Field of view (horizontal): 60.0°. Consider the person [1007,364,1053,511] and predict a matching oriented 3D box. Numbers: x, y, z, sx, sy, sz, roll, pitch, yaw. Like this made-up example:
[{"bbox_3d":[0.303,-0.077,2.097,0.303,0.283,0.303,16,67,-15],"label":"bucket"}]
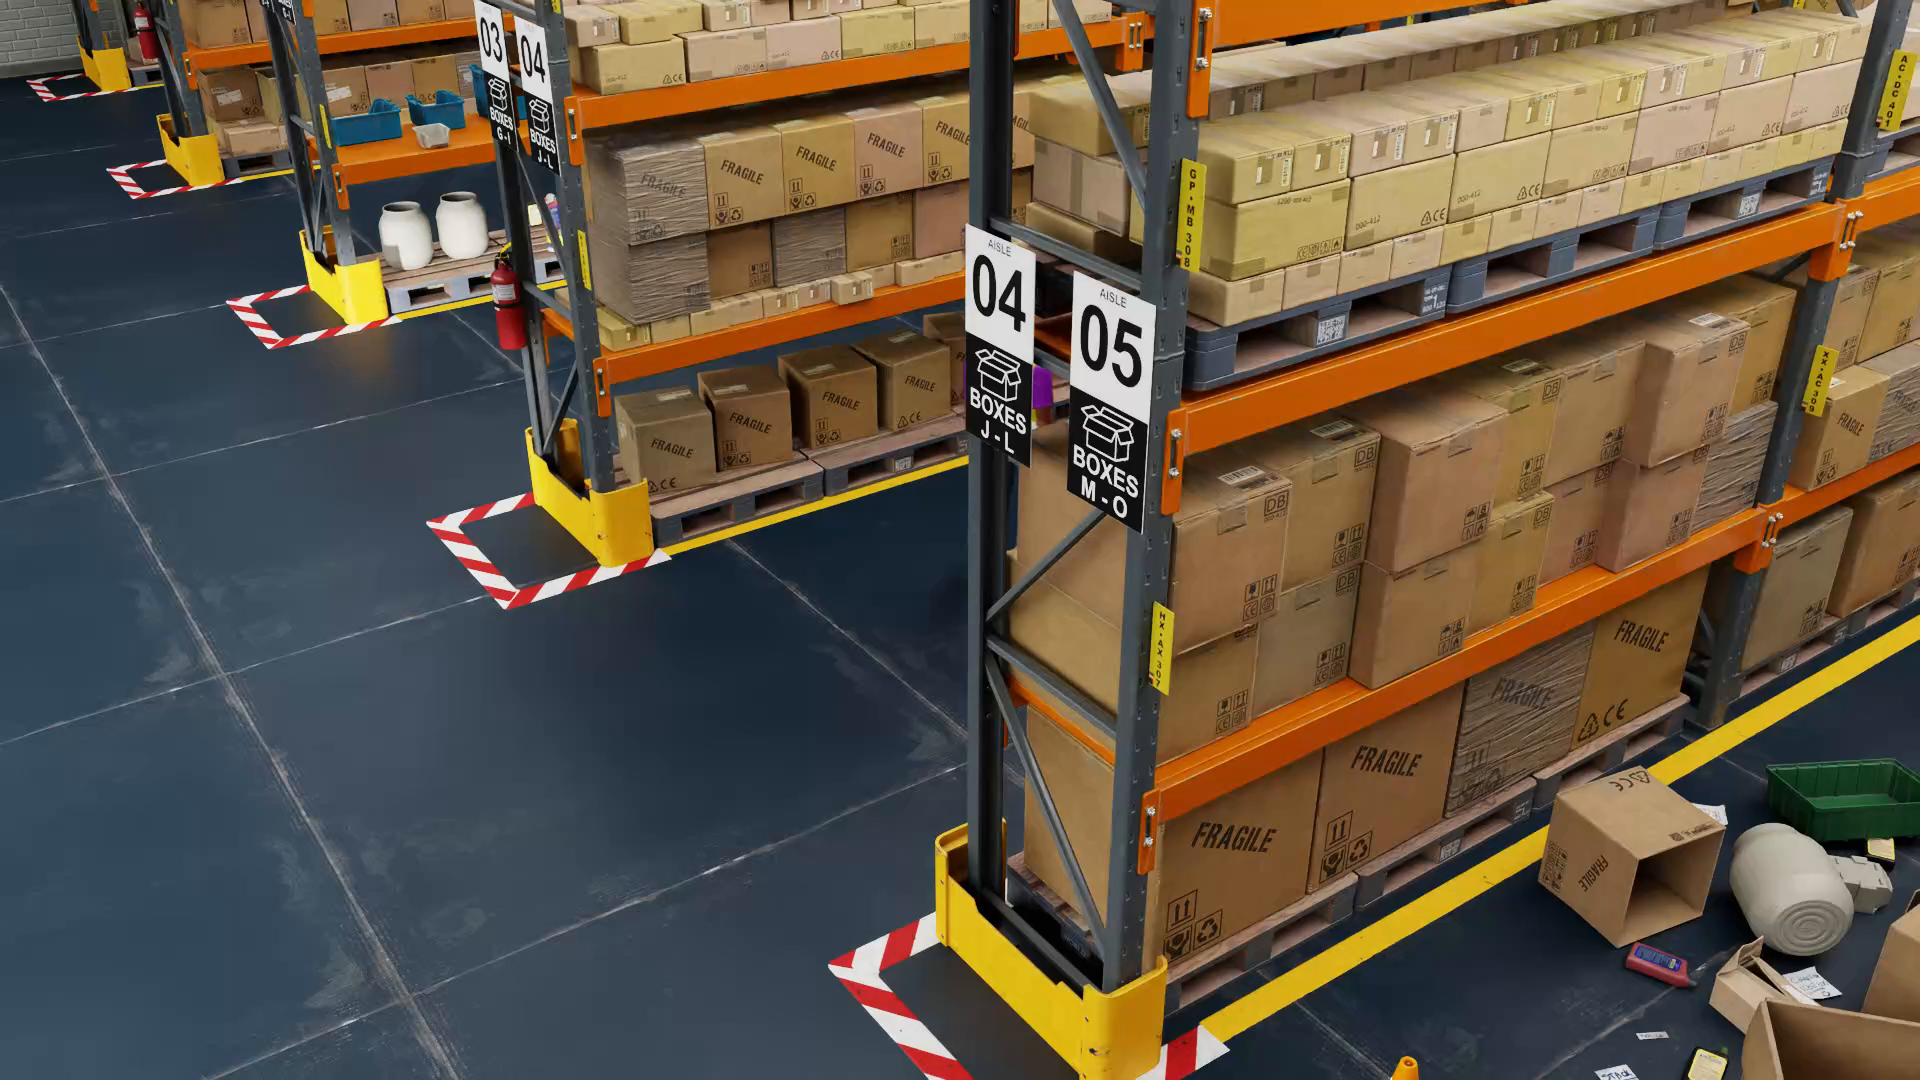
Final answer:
[{"bbox_3d":[0.349,-0.593,9.737,0.588,1.834,0.629,14,32,24],"label":"person"}]
